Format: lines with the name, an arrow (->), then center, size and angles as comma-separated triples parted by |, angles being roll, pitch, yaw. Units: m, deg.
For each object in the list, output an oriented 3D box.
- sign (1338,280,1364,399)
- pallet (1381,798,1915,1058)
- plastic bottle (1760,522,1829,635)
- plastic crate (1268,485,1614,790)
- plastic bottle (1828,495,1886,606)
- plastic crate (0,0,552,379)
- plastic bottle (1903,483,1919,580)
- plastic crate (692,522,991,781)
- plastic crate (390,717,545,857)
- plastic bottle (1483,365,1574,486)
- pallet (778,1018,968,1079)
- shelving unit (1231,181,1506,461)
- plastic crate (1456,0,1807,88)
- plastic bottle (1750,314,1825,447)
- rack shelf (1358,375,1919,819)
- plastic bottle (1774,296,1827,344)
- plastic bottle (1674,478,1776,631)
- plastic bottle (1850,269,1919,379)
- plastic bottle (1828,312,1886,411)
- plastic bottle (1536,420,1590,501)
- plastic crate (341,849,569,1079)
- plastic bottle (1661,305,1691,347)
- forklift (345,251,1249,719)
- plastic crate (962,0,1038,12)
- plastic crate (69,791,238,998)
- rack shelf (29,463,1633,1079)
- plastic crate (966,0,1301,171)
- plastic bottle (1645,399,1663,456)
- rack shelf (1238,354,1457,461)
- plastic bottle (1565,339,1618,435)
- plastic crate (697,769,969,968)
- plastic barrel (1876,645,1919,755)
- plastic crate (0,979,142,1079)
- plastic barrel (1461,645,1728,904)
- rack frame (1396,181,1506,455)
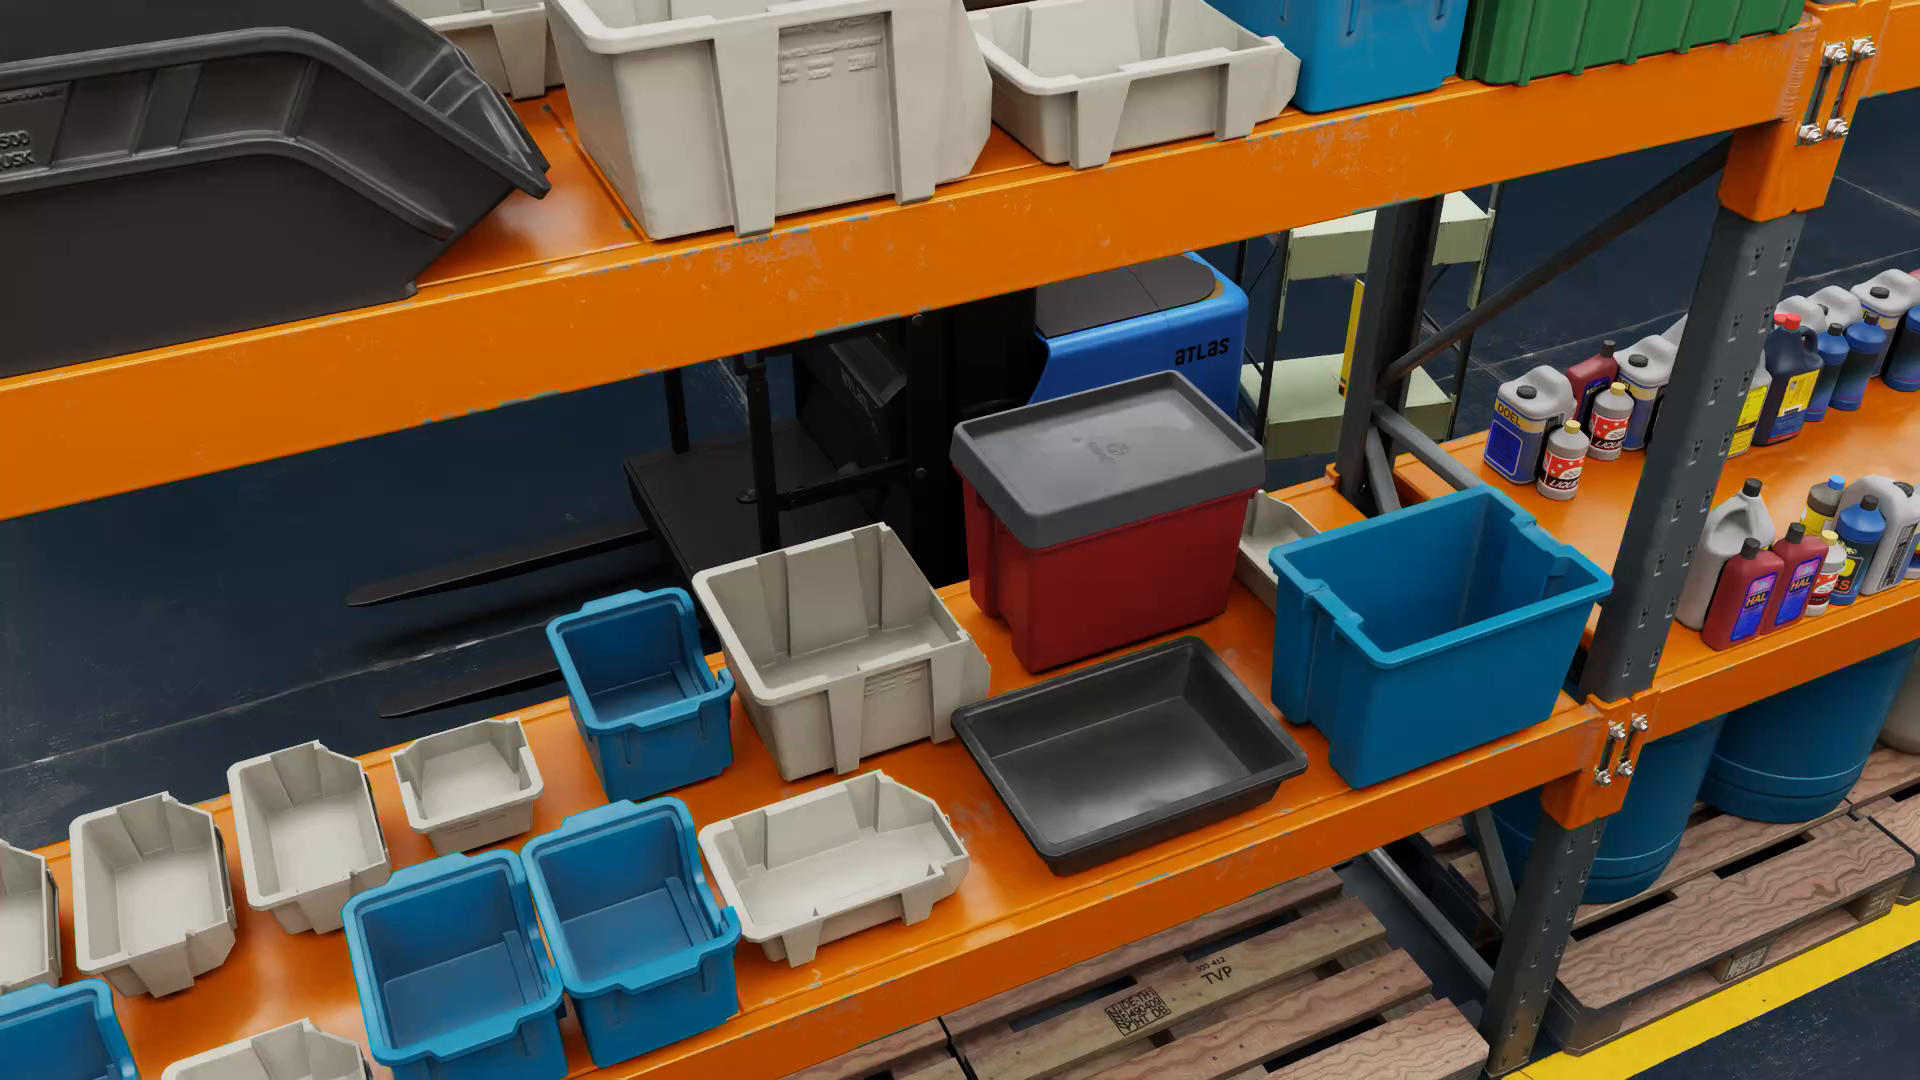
sign -> 0.997, -0.484, 4.152 | 0.005, 0.325, 0.100 | -16, 39, -20
pallet -> 1.945, 0.872, 4.897 | 1.213, 0.211, 1.003 | -16, 39, -20
plastic bottle -> 1.863, 0.075, 3.729 | 0.133, 0.283, 0.061 | -16, 39, -20
plastic crate -> 0.952, 0.209, 3.413 | 0.575, 0.384, 0.392 | -16, 39, -20
plastic bottle -> 2.048, 0.016, 3.818 | 0.097, 0.271, 0.097 | 0, 37, 0
plastic crate -> -0.892, -0.481, 1.915 | 0.767, 0.338, 0.504 | -16, 39, -20
plastic bottle -> 2.258, -0.043, 3.898 | 0.097, 0.271, 0.097 | 0, 37, 0
plastic crate -> -0.231, 0.235, 3.464 | 0.530, 0.282, 0.437 | -16, 39, -20
plastic crate -> -0.960, 0.481, 3.255 | 0.250, 0.136, 0.298 | -16, 39, -20
plastic bottle -> 1.449, -0.300, 4.240 | 0.135, 0.276, 0.152 | -16, 39, -20
pallet -> -0.526, 1.563, 3.966 | 1.213, 0.211, 1.003 | -16, 39, -20
shelving unit -> 1.375, -0.701, 5.936 | 0.755, 1.500, 0.431 | -7, 37, -10
plastic crate -> 0.974, -0.925, 2.639 | 0.662, 0.188, 0.450 | -16, 39, -20
plastic bottle -> 2.151, -0.434, 4.358 | 0.185, 0.351, 0.144 | -16, 39, -20
rack shelf -> 3.040, -0.293, 4.731 | 4.000, 0.370, 1.077 | -16, 39, -20
plastic bottle -> 2.236, -0.520, 4.537 | 0.135, 0.276, 0.152 | -16, 39, -20
plastic bottle -> 1.722, 0.020, 3.747 | 0.185, 0.351, 0.144 | -16, 39, -20
plastic bottle -> 2.568, -0.613, 4.662 | 0.135, 0.276, 0.152 | -16, 39, -20
plastic bottle -> 2.428, -0.489, 4.500 | 0.097, 0.271, 0.097 | 0, 37, 0
plastic bottle -> 1.519, -0.207, 4.178 | 0.097, 0.201, 0.097 | 0, 37, 0
plastic crate -> -0.836, 0.762, 2.795 | 0.300, 0.233, 0.416 | -16, 39, -20
plastic bottle -> 1.922, -0.465, 4.400 | 0.185, 0.351, 0.144 | -16, 39, -20
forklift -> -0.569, -1.016, 5.160 | 3.031, 2.935, 1.130 | -16, 39, -20
plastic crate -> -0.012, -1.061, 2.754 | 0.590, 0.269, 0.497 | -16, 39, -20
plastic crate -> -1.462, 0.649, 3.028 | 0.243, 0.136, 0.396 | -16, 39, -20
rack shelf -> -0.581, 0.720, 3.366 | 4.000, 0.370, 1.077 | -16, 39, -20
plastic crate -> 0.240, -0.647, 2.308 | 0.466, 0.136, 0.293 | -16, 39, -20
plastic bottle -> 1.849, -0.300, 4.303 | 0.097, 0.201, 0.097 | 0, 37, 0
rack shelf -> 1.375, -0.439, 6.130 | 0.720, 0.370, 0.431 | -7, 37, -10
plastic bottle -> 1.639, -0.386, 4.350 | 0.133, 0.283, 0.061 | -16, 39, -20
plastic crate -> -0.219, 0.609, 3.082 | 0.466, 0.136, 0.293 | -16, 39, -20
plastic barrel -> 2.919, 0.353, 4.992 | 0.421, 0.512, 0.421 | 0, 37, 0
plastic crate -> -1.432, 0.929, 2.570 | 0.300, 0.233, 0.416 | -16, 39, -20
plastic barrel -> 1.729, 0.470, 4.507 | 0.708, 0.901, 0.600 | -16, 39, -20
rack frame -> 1.733, -0.747, 5.998 | 0.023, 1.500, 0.400 | -7, 37, -10
